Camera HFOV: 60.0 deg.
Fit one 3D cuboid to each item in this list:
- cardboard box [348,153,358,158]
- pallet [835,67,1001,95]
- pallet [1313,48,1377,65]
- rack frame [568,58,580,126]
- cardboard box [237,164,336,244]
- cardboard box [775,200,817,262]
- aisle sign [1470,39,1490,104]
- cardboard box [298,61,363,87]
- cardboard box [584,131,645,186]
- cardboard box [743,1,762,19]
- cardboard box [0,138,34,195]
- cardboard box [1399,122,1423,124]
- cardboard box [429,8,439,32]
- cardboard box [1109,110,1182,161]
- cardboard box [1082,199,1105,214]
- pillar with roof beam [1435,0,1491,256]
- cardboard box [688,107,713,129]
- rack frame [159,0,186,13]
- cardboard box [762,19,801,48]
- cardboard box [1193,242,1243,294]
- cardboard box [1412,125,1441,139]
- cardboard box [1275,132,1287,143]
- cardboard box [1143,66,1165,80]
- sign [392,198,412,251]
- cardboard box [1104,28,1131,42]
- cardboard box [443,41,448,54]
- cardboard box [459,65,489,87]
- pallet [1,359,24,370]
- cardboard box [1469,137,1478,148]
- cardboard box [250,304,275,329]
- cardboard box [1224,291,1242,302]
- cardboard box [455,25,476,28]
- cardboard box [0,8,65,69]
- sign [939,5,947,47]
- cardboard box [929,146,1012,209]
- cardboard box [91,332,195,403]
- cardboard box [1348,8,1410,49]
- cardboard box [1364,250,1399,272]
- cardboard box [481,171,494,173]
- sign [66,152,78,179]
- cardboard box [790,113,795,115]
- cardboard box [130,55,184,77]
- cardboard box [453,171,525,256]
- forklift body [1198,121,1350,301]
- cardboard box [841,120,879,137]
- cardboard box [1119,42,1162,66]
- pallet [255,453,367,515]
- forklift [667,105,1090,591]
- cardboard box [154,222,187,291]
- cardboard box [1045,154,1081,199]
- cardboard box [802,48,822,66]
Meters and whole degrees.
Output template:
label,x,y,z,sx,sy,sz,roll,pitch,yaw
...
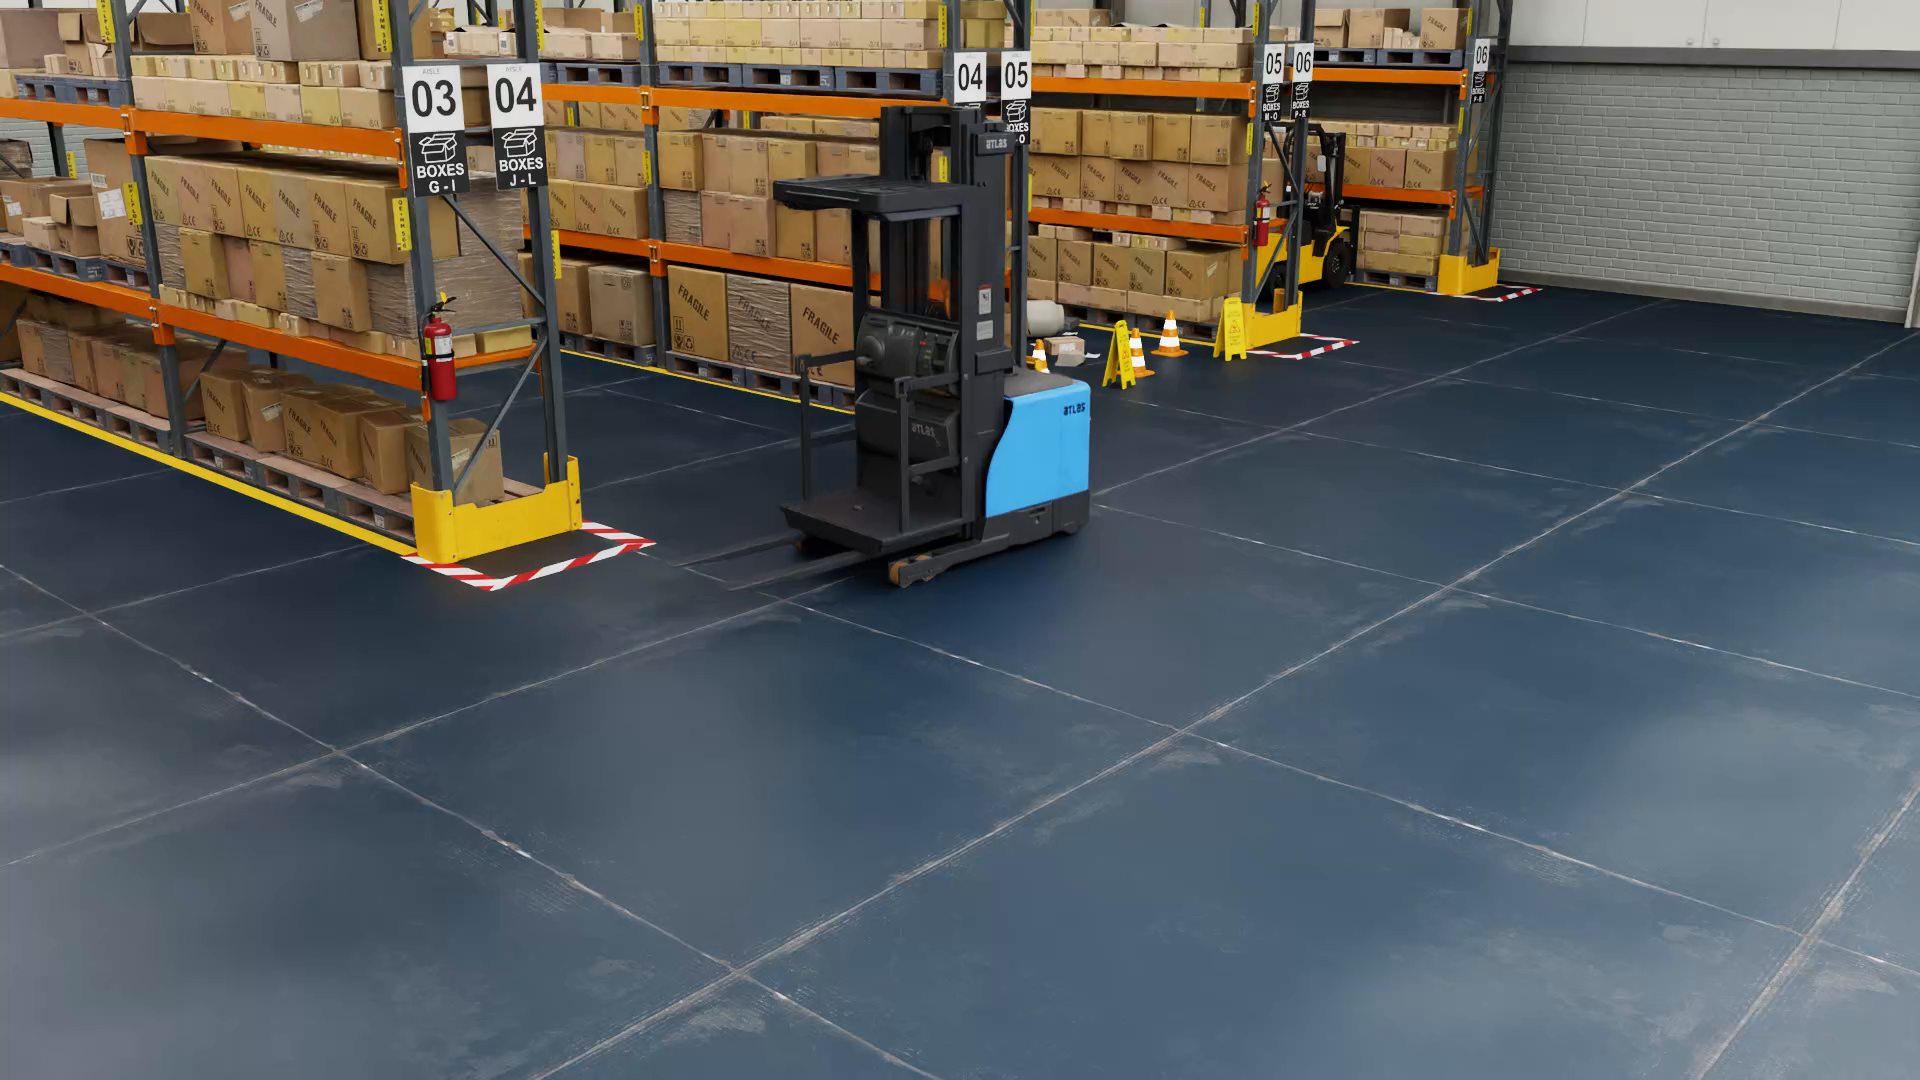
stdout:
label,x,y,z,sx,sy,sz,roll,pitch,yaw
cardboard box,-7.183,-4.684,20.148,0.250,0.149,0.380,15,23,39
pallet,-0.329,-4.047,14.592,1.213,0.211,1.003,15,23,39
pallet,5.306,-6.557,22.501,1.213,0.211,1.003,15,23,39
rack frame,-5.533,-6.062,25.755,0.127,3.000,1.000,15,23,39
cardboard box,-4.829,-2.434,12.011,0.500,0.500,0.500,15,23,39
cardboard box,-1.260,-2.992,15.832,0.500,0.550,0.875,15,23,39
aisle sign,6.589,-5.936,21.060,0.004,0.787,0.394,15,23,39
cardboard box,-4.148,-3.098,11.045,0.250,0.149,0.380,15,23,40
cardboard box,-3.521,-4.041,17.568,0.500,0.500,0.700,15,23,38
cardboard box,-1.760,-4.848,15.209,0.250,0.149,0.380,15,23,39
cardboard box,-9.655,-3.693,16.467,0.637,0.503,0.797,16,24,41
cardboard box,6.070,-5.554,22.424,0.250,0.149,0.380,15,23,40
cardboard box,-6.226,-5.984,19.118,0.258,0.266,0.396,15,23,39
cardboard box,2.092,-4.554,18.694,0.500,0.500,0.700,15,23,39
cardboard box,1.631,-3.897,19.348,0.250,0.149,0.380,15,23,39
pillar with roof beam,3.954,-7.006,18.810,0.400,9.000,9.100,15,23,39
cardboard box,-3.491,-5.929,23.517,0.500,0.500,0.500,16,23,40
rack frame,-11.735,-8.585,23.785,0.127,3.000,1.000,15,23,39
cardboard box,-1.444,-4.598,15.080,0.500,0.250,0.500,15,23,40
cardboard box,3.005,-3.129,19.124,0.500,0.500,0.500,14,22,37
cardboard box,6.122,-5.342,21.756,0.250,0.149,0.380,15,23,39
cardboard box,4.545,-5.596,23.048,0.250,0.149,0.380,15,23,39
cardboard box,2.243,-5.180,18.432,0.250,0.149,0.380,15,23,39
sign,-3.519,-1.992,10.492,0.005,0.325,0.100,15,23,39
cardboard box,1.824,-5.644,18.576,0.250,0.149,0.380,16,23,41
cardboard box,-5.608,-5.573,18.812,0.250,0.149,0.380,14,22,37
cardboard box,-3.188,-3.067,10.946,0.250,0.149,0.380,15,23,39
pallet,-9.659,-1.863,17.134,1.213,0.211,1.003,15,23,39
cardboard box,6.653,-5.260,21.990,0.250,0.149,0.380,14,23,38
cardboard box,-5.035,-1.685,12.377,0.250,0.149,0.380,15,23,39
cardboard box,3.023,-2.767,19.223,0.500,0.250,0.500,15,23,39
cardboard box,-8.128,-8.401,27.555,0.500,0.250,0.500,13,21,34
cardboard box,-8.180,-4.378,14.498,0.500,0.500,0.500,14,22,38
sign,-0.138,-4.207,13.616,0.005,0.325,0.100,15,23,39
cardboard box,-0.019,-3.182,14.646,0.550,0.550,0.875,15,23,39
cardboard box,-7.335,-1.573,15.013,0.500,0.500,0.700,13,22,35
cardboard box,5.542,-6.764,21.982,0.500,0.500,0.700,15,23,40
cardboard box,5.808,-3.791,22.450,0.500,0.250,0.500,15,23,39
cardboard box,-5.212,-3.914,18.820,0.500,0.500,0.500,15,23,39
sign,-8.766,-3.656,16.389,0.005,0.325,0.100,15,23,39
cardboard box,-3.178,-7.973,30.292,0.500,0.500,0.500,14,23,38
cardboard box,-6.089,-3.627,12.712,0.250,0.149,0.380,14,22,38
cardboard box,-3.366,-2.249,11.429,0.500,0.500,0.500,15,23,39
forklift body,4.105,-4.340,21.731,1.214,2.155,2.313,15,23,39
cardboard box,-1.193,-5.196,21.673,0.500,0.500,0.500,14,22,37
cardboard box,2.114,-5.399,18.462,0.500,0.250,0.500,16,24,41
pallet,-4.685,-0.513,12.879,1.213,0.211,1.003,15,23,39
forklift,-0.502,-1.269,10.765,3.031,2.935,1.130,-16,23,-41
cardboard box,-5.832,-2.299,13.240,0.500,0.500,0.875,15,23,39
cardboard box,1.353,-4.295,19.528,0.500,0.500,0.500,15,23,39
cardboard box,-1.191,-4.316,14.849,0.250,0.149,0.380,15,23,40
